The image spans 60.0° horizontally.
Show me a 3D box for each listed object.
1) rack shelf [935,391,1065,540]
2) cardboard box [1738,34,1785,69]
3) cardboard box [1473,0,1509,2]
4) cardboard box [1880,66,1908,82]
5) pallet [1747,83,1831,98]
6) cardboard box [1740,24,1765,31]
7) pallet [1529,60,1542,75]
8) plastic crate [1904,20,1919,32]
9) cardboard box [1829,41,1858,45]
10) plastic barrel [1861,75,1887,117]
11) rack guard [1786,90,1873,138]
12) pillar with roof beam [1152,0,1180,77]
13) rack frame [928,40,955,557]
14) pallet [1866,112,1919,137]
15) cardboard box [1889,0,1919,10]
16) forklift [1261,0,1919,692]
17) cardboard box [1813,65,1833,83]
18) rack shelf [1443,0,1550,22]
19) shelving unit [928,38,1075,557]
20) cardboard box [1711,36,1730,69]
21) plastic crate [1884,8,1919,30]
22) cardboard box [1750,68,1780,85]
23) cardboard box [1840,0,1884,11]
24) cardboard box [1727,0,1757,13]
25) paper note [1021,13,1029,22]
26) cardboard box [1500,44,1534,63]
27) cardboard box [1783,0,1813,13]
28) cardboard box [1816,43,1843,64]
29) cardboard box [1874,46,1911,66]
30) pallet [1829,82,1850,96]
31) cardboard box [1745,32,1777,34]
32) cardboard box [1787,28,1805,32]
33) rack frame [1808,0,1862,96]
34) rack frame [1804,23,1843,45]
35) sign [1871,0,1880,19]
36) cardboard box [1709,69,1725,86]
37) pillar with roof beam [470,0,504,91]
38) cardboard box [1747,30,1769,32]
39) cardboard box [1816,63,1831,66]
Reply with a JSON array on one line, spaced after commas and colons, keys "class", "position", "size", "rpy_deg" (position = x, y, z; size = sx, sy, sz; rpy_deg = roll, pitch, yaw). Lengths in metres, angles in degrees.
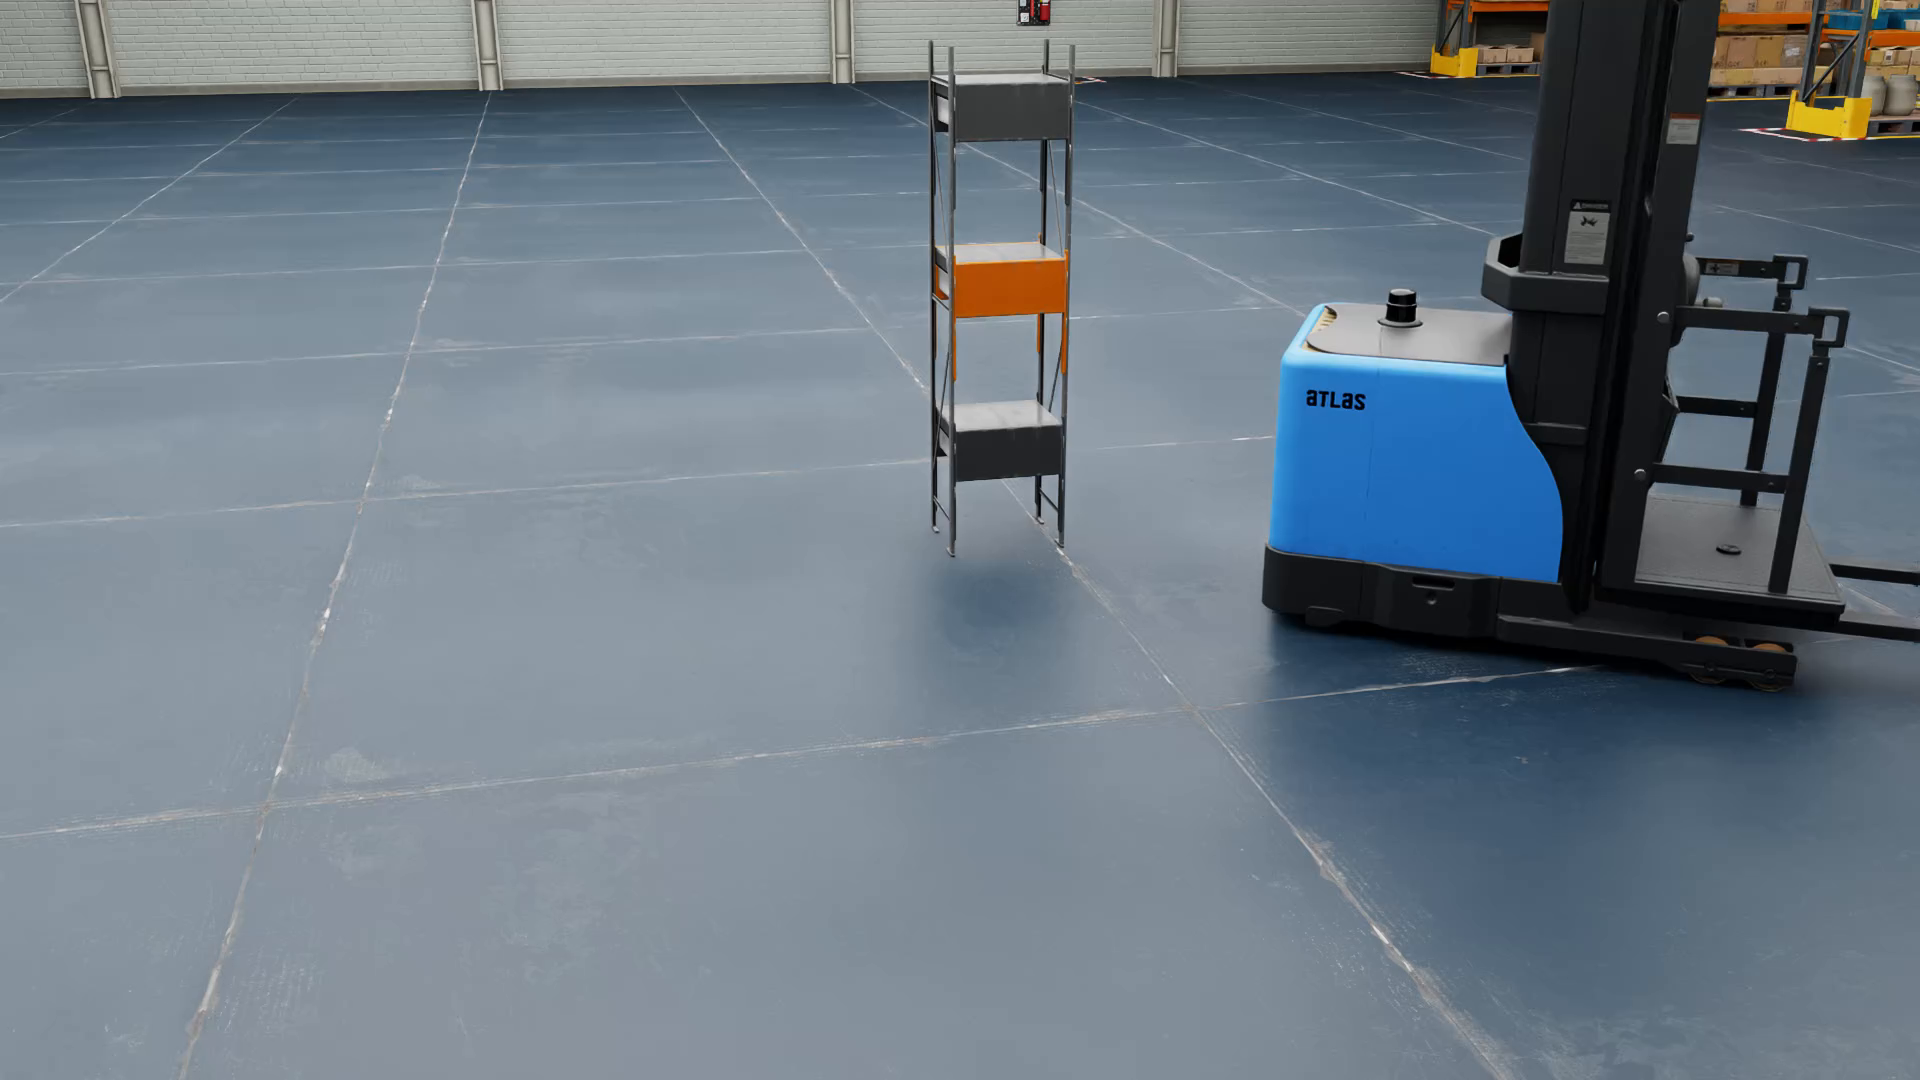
[{"class": "rack shelf", "position": [0.161, -0.329, 7.235], "size": [0.480, 0.518, 0.431], "rpy_deg": [-5, 21, -12]}, {"class": "cardboard box", "position": [12.783, -7.829, 26.624], "size": [0.500, 0.500, 0.500], "rpy_deg": [-5, 21, -12]}, {"class": "cardboard box", "position": [9.670, -9.970, 30.360], "size": [0.500, 0.250, 0.500], "rpy_deg": [-5, 21, -14]}, {"class": "cardboard box", "position": [15.106, -7.653, 27.232], "size": [0.500, 0.250, 0.500], "rpy_deg": [-4, 21, -11]}, {"class": "pallet", "position": [13.375, -7.399, 27.207], "size": [1.213, 0.211, 1.003], "rpy_deg": [-5, 21, -12]}, {"class": "cardboard box", "position": [15.151, -9.976, 32.092], "size": [0.500, 0.250, 0.500], "rpy_deg": [-5, 21, -13]}, {"class": "pallet", "position": [11.180, -8.943, 31.422], "size": [1.213, 0.211, 1.003], "rpy_deg": [-5, 21, -12]}, {"class": "plastic crate", "position": [12.347, -6.622, 21.414], "size": [0.250, 0.136, 0.298], "rpy_deg": [-5, 21, -12]}, {"class": "cardboard box", "position": [17.654, -9.934, 32.588], "size": [0.750, 0.750, 0.750], "rpy_deg": [-5, 21, -13]}, {"class": "plastic barrel", "position": [12.025, -5.889, 22.037], "size": [0.421, 0.512, 0.421], "rpy_deg": [0, 20, 0]}, {"class": "rack guard", "position": [11.465, -5.631, 21.959], "size": [0.348, 0.500, 1.175], "rpy_deg": [-5, 21, -12]}, {"class": "pillar with roof beam", "position": [4.756, -11.345, 25.202], "size": [0.400, 9.000, 9.100], "rpy_deg": [-5, 21, -12]}, {"class": "rack frame", "position": [-0.076, -0.980, 6.936], "size": [0.015, 2.100, 0.400], "rpy_deg": [-5, 21, -12]}, {"class": "pallet", "position": [12.257, -5.558, 22.179], "size": [1.213, 0.211, 1.003], "rpy_deg": [-5, 21, -12]}, {"class": "cardboard box", "position": [15.423, -8.902, 27.109], "size": [0.500, 0.500, 0.500], "rpy_deg": [-3, 20, -9]}, {"class": "forklift", "position": [2.744, -1.047, 5.912], "size": [3.031, 2.935, 1.130], "rpy_deg": [7, 21, 17]}, {"class": "cardboard box", "position": [13.758, -7.554, 26.962], "size": [0.500, 0.250, 0.500], "rpy_deg": [-5, 21, -12]}, {"class": "rack shelf", "position": [11.069, -9.919, 31.078], "size": [4.000, 0.370, 1.077], "rpy_deg": [-5, 21, -12]}, {"class": "shelving unit", "position": [0.161, -0.999, 6.989], "size": [0.503, 2.100, 0.431], "rpy_deg": [-5, 21, -12]}, {"class": "cardboard box", "position": [11.809, -7.751, 26.411], "size": [0.500, 0.500, 0.500], "rpy_deg": [-5, 21, -12]}, {"class": "plastic crate", "position": [12.454, -6.902, 22.012], "size": [0.408, 0.251, 0.499], "rpy_deg": [-5, 21, -12]}, {"class": "cardboard box", "position": [12.786, -7.473, 26.741], "size": [0.500, 0.250, 0.500], "rpy_deg": [-5, 21, -12]}, {"class": "cardboard box", "position": [14.628, -8.741, 27.033], "size": [0.500, 0.250, 0.500], "rpy_deg": [-3, 20, -9]}, {"class": "cardboard box", "position": [12.229, -8.644, 26.406], "size": [0.500, 0.500, 0.700], "rpy_deg": [-4, 21, -11]}, {"class": "paper note", "position": [1.164, -9.382, 29.845], "size": [0.142, 0.148, 0.016], "rpy_deg": [-5, 21, -12]}, {"class": "cardboard box", "position": [10.371, -9.113, 31.100], "size": [0.500, 0.311, 0.500], "rpy_deg": [-3, 20, -8]}, {"class": "cardboard box", "position": [13.217, -8.723, 26.622], "size": [0.500, 0.500, 0.700], "rpy_deg": [-5, 21, -13]}, {"class": "cardboard box", "position": [14.487, -8.055, 27.515], "size": [0.500, 0.311, 0.500], "rpy_deg": [-5, 21, -12]}, {"class": "cardboard box", "position": [15.107, -7.914, 27.130], "size": [0.500, 0.311, 0.500], "rpy_deg": [-5, 21, -13]}, {"class": "pallet", "position": [14.867, -7.520, 27.536], "size": [1.213, 0.211, 1.003], "rpy_deg": [-5, 21, -12]}, {"class": "cardboard box", "position": [13.151, -8.042, 27.203], "size": [0.500, 0.500, 0.500], "rpy_deg": [-5, 21, -12]}, {"class": "cardboard box", "position": [16.219, -9.690, 32.402], "size": [0.500, 0.500, 0.700], "rpy_deg": [-4, 21, -12]}, {"class": "rack frame", "position": [14.159, -8.758, 26.861], "size": [0.127, 3.000, 1.000], "rpy_deg": [-5, 21, -12]}, {"class": "rack frame", "position": [16.908, -10.732, 32.251], "size": [0.127, 3.000, 1.000], "rpy_deg": [-5, 21, -12]}, {"class": "sign", "position": [11.525, -6.728, 20.918], "size": [0.005, 0.325, 0.100], "rpy_deg": [-5, 21, -12]}, {"class": "cardboard box", "position": [11.812, -7.395, 26.529], "size": [0.500, 0.250, 0.500], "rpy_deg": [-5, 21, -12]}, {"class": "pillar with roof beam", "position": [-6.922, -10.395, 22.609], "size": [0.400, 9.000, 9.100], "rpy_deg": [-5, 21, -12]}, {"class": "cardboard box", "position": [15.214, -9.640, 32.264], "size": [0.500, 0.500, 0.700], "rpy_deg": [-5, 21, -13]}, {"class": "cardboard box", "position": [14.496, -7.794, 27.616], "size": [0.500, 0.250, 0.500], "rpy_deg": [-5, 21, -13]}]
